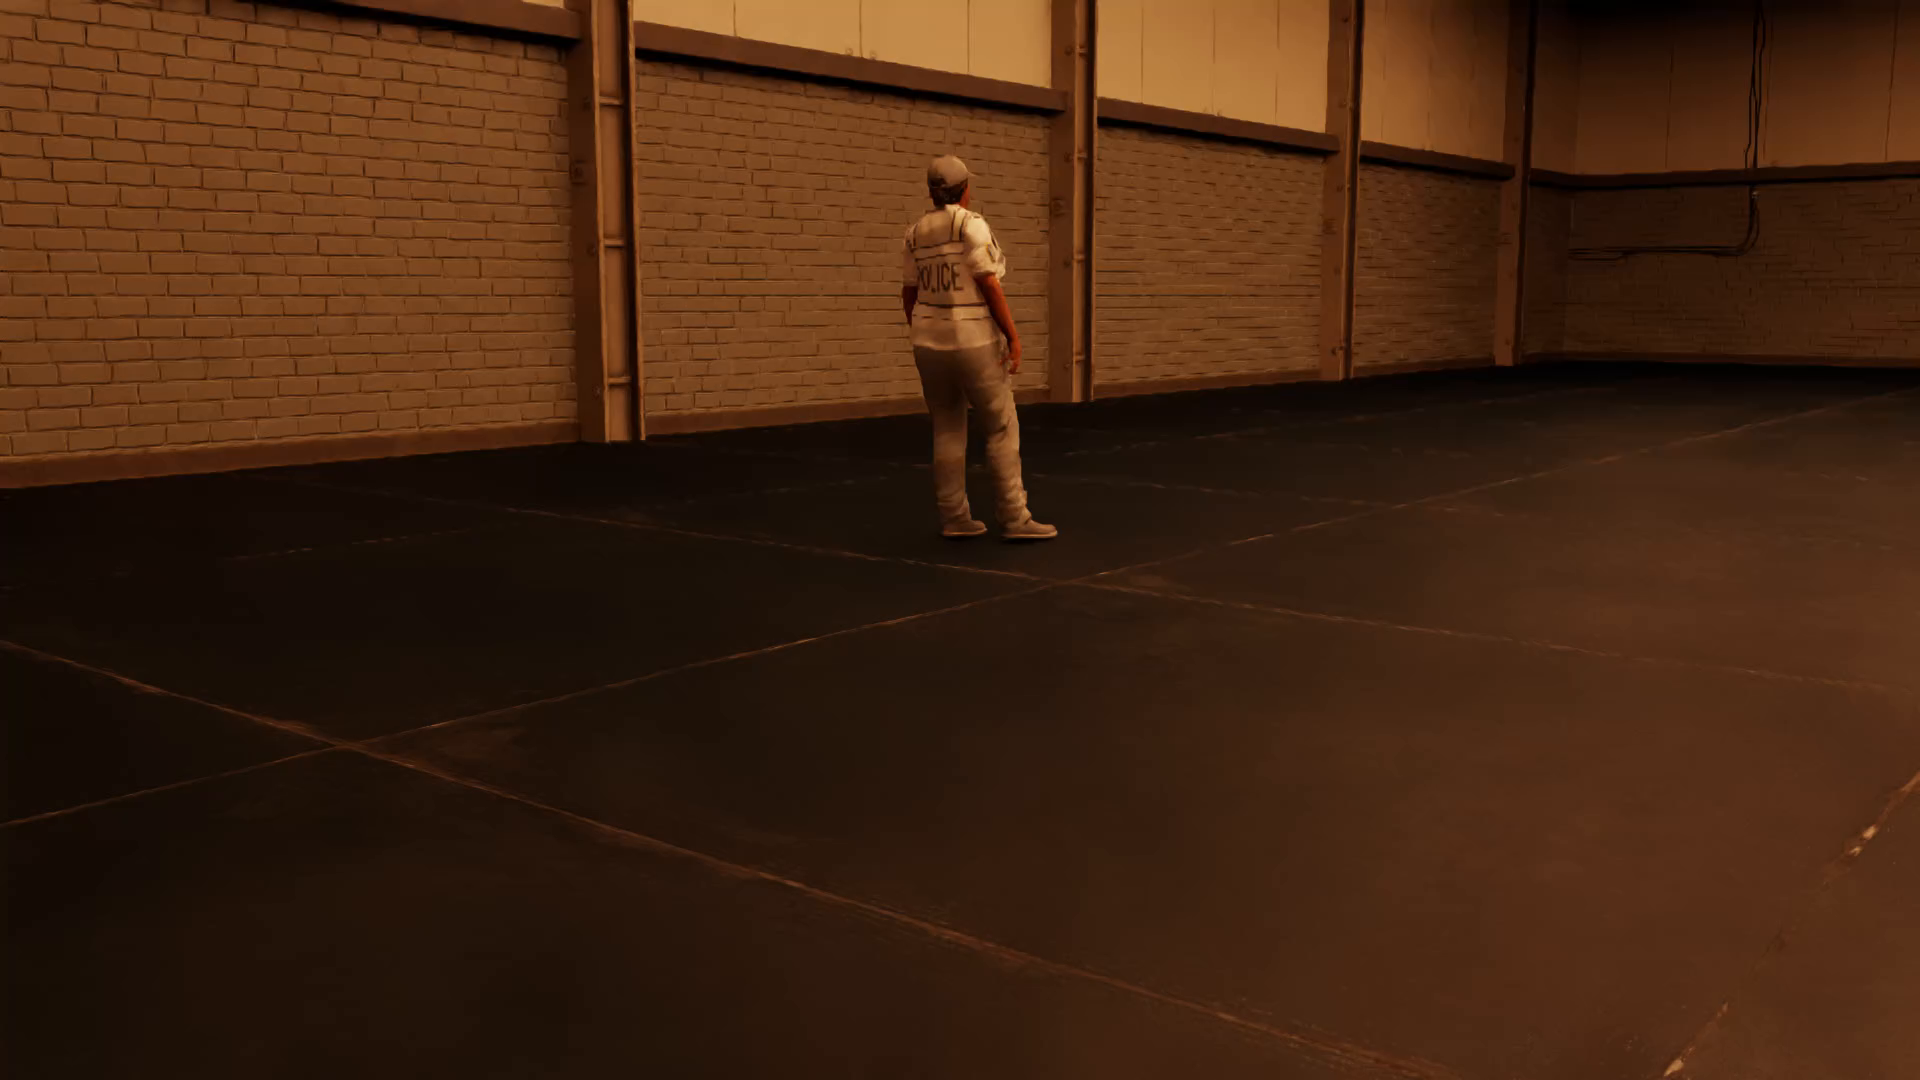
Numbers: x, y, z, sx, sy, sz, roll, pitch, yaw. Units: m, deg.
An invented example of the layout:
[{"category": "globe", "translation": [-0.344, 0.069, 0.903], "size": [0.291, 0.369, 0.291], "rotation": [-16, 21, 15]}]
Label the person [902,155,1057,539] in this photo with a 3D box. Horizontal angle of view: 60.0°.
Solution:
[{"category": "person", "translation": [0.066, -0.838, 7.328], "size": [0.598, 1.669, 0.529], "rotation": [7, 11, 38]}]
